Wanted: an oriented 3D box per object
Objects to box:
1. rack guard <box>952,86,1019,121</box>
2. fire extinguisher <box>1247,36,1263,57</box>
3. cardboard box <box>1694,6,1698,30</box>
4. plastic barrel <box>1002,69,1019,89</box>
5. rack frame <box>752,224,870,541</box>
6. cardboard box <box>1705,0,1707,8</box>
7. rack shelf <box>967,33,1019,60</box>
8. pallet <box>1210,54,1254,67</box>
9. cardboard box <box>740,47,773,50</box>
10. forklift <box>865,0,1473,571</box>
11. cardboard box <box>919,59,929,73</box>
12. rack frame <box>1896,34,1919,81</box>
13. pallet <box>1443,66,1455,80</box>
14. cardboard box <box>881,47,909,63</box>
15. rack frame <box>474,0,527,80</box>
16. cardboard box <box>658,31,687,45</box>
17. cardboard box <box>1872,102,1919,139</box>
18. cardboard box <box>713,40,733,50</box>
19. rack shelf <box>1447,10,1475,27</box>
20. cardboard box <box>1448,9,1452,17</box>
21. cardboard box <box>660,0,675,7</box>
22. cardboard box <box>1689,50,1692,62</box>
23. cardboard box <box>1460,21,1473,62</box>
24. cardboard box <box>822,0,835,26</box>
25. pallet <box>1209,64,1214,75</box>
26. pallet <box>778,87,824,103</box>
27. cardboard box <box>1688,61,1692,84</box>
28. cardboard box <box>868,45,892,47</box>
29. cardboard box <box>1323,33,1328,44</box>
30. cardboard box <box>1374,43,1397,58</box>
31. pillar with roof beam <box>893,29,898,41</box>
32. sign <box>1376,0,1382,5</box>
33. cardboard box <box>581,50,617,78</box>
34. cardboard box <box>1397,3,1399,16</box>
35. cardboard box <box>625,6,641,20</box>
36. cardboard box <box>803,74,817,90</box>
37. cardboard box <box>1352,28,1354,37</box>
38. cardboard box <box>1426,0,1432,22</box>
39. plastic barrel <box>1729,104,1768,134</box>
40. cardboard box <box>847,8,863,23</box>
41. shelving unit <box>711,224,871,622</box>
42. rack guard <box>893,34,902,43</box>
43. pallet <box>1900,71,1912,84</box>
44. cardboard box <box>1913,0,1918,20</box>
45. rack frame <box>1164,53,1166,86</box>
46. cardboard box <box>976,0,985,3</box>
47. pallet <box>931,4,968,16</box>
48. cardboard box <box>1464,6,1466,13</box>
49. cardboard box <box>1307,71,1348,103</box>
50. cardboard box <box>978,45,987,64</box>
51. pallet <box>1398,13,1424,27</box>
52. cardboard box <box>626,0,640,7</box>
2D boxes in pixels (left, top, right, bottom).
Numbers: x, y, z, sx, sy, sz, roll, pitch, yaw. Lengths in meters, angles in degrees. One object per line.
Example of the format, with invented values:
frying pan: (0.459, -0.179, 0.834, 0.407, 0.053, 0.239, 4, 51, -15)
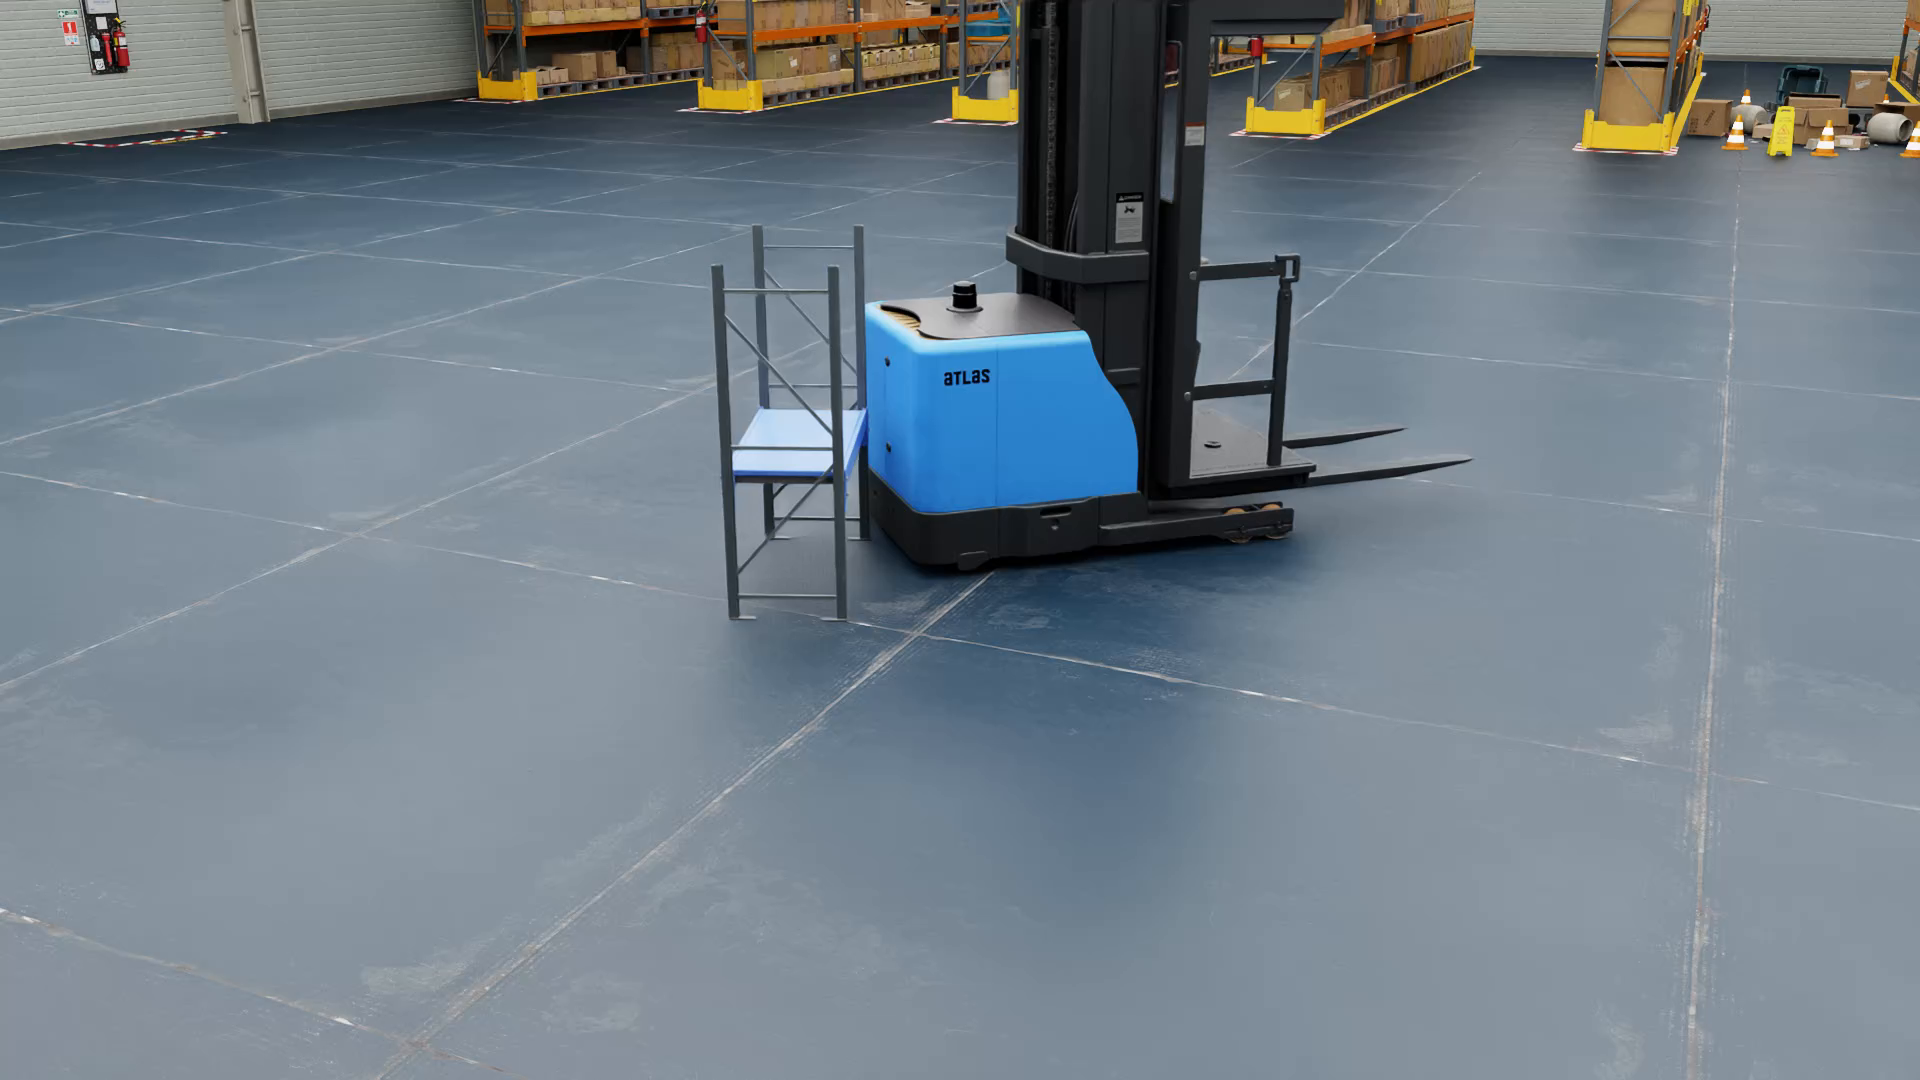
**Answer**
rack guard: (0.454, -7.237, 27.571, 1.175, 0.500, 0.348, 9, 21, 23)
fire extinguisher: (4.517, -7.697, 25.250, 0.296, 0.674, 0.183, 9, 21, 23)
cardboard box: (12.805, -9.312, 29.527, 0.500, 0.500, 0.500, 9, 21, 23)
plastic barrel: (0.871, -7.775, 28.442, 0.421, 0.512, 0.421, 0, 20, 0)
rack frame: (-0.683, -0.709, 7.725, 0.500, 1.500, 0.032, 1, 20, 2)
cardboard box: (16.071, -11.899, 36.358, 0.500, 0.500, 0.500, 9, 21, 24)
rack shelf: (1.285, -8.657, 28.909, 1.077, 0.370, 4.000, 9, 21, 23)
pallet: (6.645, -11.715, 40.595, 1.003, 0.211, 1.213, 9, 21, 23)
cardboard box: (-3.708, -8.834, 30.689, 0.500, 0.500, 0.500, 9, 21, 23)
forklift: (1.076, -1.523, 7.876, 3.031, 2.935, 1.130, -7, 21, -18)
cardboard box: (-0.977, -10.061, 35.259, 0.500, 0.250, 0.500, 8, 21, 22)
rack frame: (20.577, -11.236, 35.088, 1.000, 3.000, 0.127, 9, 21, 23)
pallet: (10.281, -10.281, 36.564, 1.003, 0.211, 1.213, 9, 21, 23)
cardboard box: (-1.389, -10.017, 34.299, 0.500, 0.311, 0.500, 9, 22, 24)
rack frame: (-8.573, -9.744, 30.891, 1.000, 3.000, 0.127, 9, 21, 23)
cardboard box: (-6.262, -10.872, 36.017, 0.500, 0.250, 0.500, 8, 21, 21)
cardboard box: (13.983, -6.251, 24.795, 0.500, 0.500, 0.500, -9, 22, -24)
cardboard box: (-5.544, -10.992, 37.474, 0.700, 0.500, 0.500, 9, 21, 23)
rack shelf: (10.717, -11.646, 37.313, 1.077, 0.370, 4.000, 9, 21, 23)
cardboard box: (10.323, -11.300, 35.641, 0.380, 0.149, 0.250, 9, 21, 23)
cardboard box: (-6.460, -11.542, 35.141, 0.700, 0.500, 0.500, 11, 22, 28)
cardboard box: (13.247, -8.990, 30.756, 0.500, 0.250, 0.500, 8, 21, 20)
cardboard box: (11.347, -11.586, 38.616, 0.875, 0.875, 0.875, 9, 21, 23)
cardboard box: (-2.800, -10.037, 31.565, 0.700, 0.500, 0.500, 8, 21, 22)
pallet: (5.026, -10.509, 37.204, 1.003, 0.211, 1.213, 9, 21, 23)
pallet: (-3.276, -8.363, 31.169, 1.003, 0.211, 1.213, 9, 21, 23)
cardboard box: (13.884, -9.108, 32.207, 0.500, 0.500, 0.500, 8, 21, 22)
cardboard box: (-1.677, -10.241, 34.927, 0.500, 0.311, 0.500, 8, 21, 21)
cardboard box: (5.438, -7.715, 25.561, 0.380, 0.149, 0.250, 9, 21, 23)
cardboard box: (8.013, -9.325, 31.667, 0.500, 0.250, 0.500, 10, 22, 25)
pillar with roof beam: (2.223, -17.815, 44.633, 9.100, 9.000, 0.400, 9, 21, 23)
sign: (7.121, -9.264, 28.248, 0.100, 0.325, 0.005, 9, 21, 23)
cardboard box: (-7.323, -9.674, 33.767, 0.500, 0.500, 0.500, 7, 21, 19)
cardboard box: (7.824, -9.738, 30.449, 0.396, 0.266, 0.258, 8, 21, 21)
cardboard box: (-6.852, -10.719, 33.827, 0.500, 0.250, 0.500, 9, 21, 23)
cardboard box: (-3.013, -8.560, 31.038, 0.500, 0.250, 0.500, 9, 21, 23)
cardboard box: (6.245, -8.328, 27.285, 0.380, 0.149, 0.250, 9, 21, 23)
cardboard box: (9.123, -10.624, 33.217, 0.500, 0.500, 0.500, 8, 21, 22)
plastic barrel: (12.041, -6.445, 25.460, 0.421, 0.421, 0.512, -9, 22, -24)
cardboard box: (-2.252, -10.374, 32.887, 0.500, 0.250, 0.500, 10, 22, 26)
shelving unit: (-0.704, -0.539, 7.247, 0.538, 1.500, 1.048, 1, 20, 2)
rack guard: (-2.011, -13.465, 45.084, 1.175, 0.500, 0.348, 9, 21, 23)
pallet: (20.321, -9.667, 34.837, 1.003, 0.211, 1.213, 9, 21, 23)
cardboard box: (19.522, -10.709, 33.456, 0.500, 0.500, 0.500, 9, 22, 25)
rack frame: (3.742, -10.830, 33.946, 1.000, 3.000, 0.127, 9, 21, 23)
cardboard box: (0.195, -12.430, 37.669, 0.700, 0.500, 0.500, 3, 20, 9)
pallet: (-0.562, -11.638, 36.502, 1.213, 0.211, 1.003, 9, 21, 23)
cardboard box: (11.168, -11.932, 37.419, 0.380, 0.149, 0.250, 9, 21, 23)
cardboard box: (6.194, -7.655, 28.121, 0.500, 0.500, 0.500, 17, 26, 40)
cardboard box: (0.300, -11.114, 37.818, 0.500, 0.500, 0.500, 8, 21, 21)
pallet: (8.066, -9.828, 31.413, 1.213, 0.211, 1.003, 9, 21, 23)
cardboard box: (-6.846, -11.072, 33.700, 0.500, 0.500, 0.500, 8, 21, 23)
